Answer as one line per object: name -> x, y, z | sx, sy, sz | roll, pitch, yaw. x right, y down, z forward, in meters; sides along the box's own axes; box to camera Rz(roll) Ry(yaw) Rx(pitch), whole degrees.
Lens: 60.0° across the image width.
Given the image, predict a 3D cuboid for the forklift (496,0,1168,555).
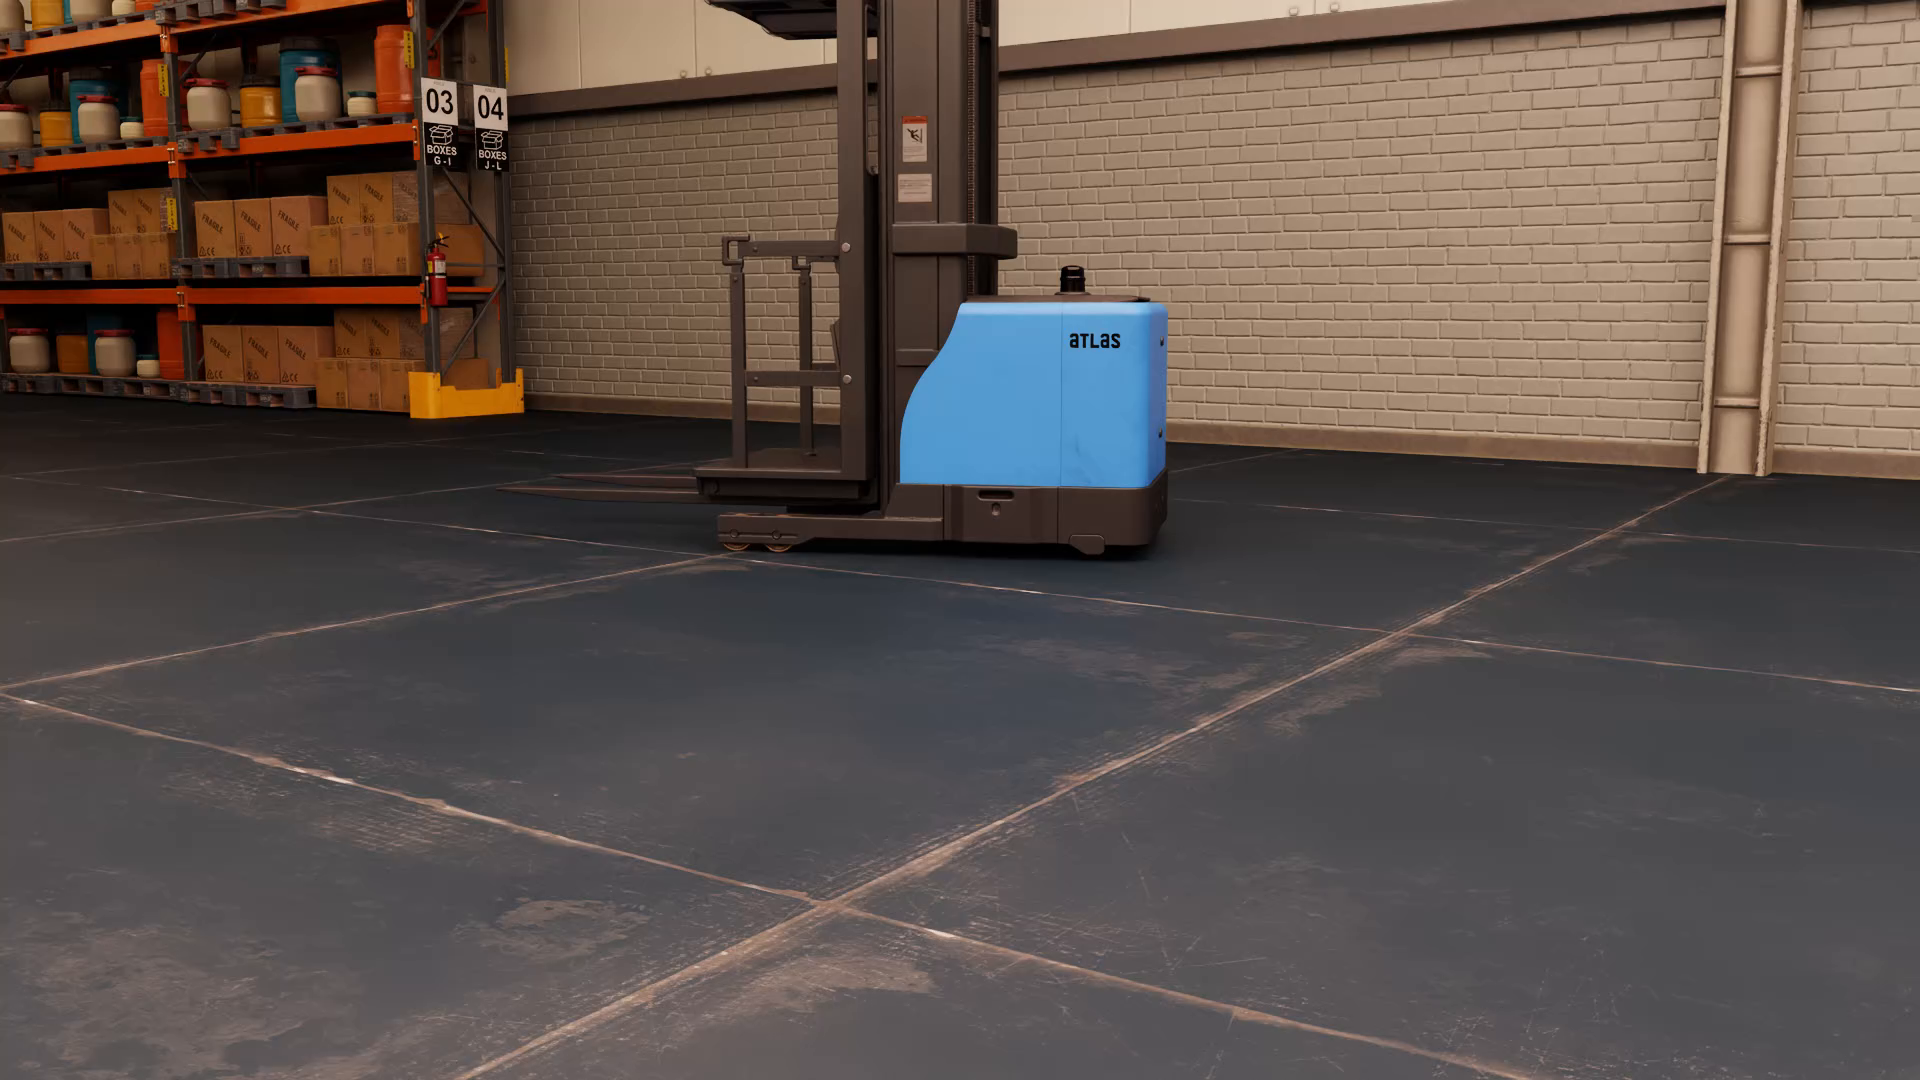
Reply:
forklift -> -0.596, -1.469, 7.520 | 3.031, 2.935, 1.130 | 2, 8, 12
